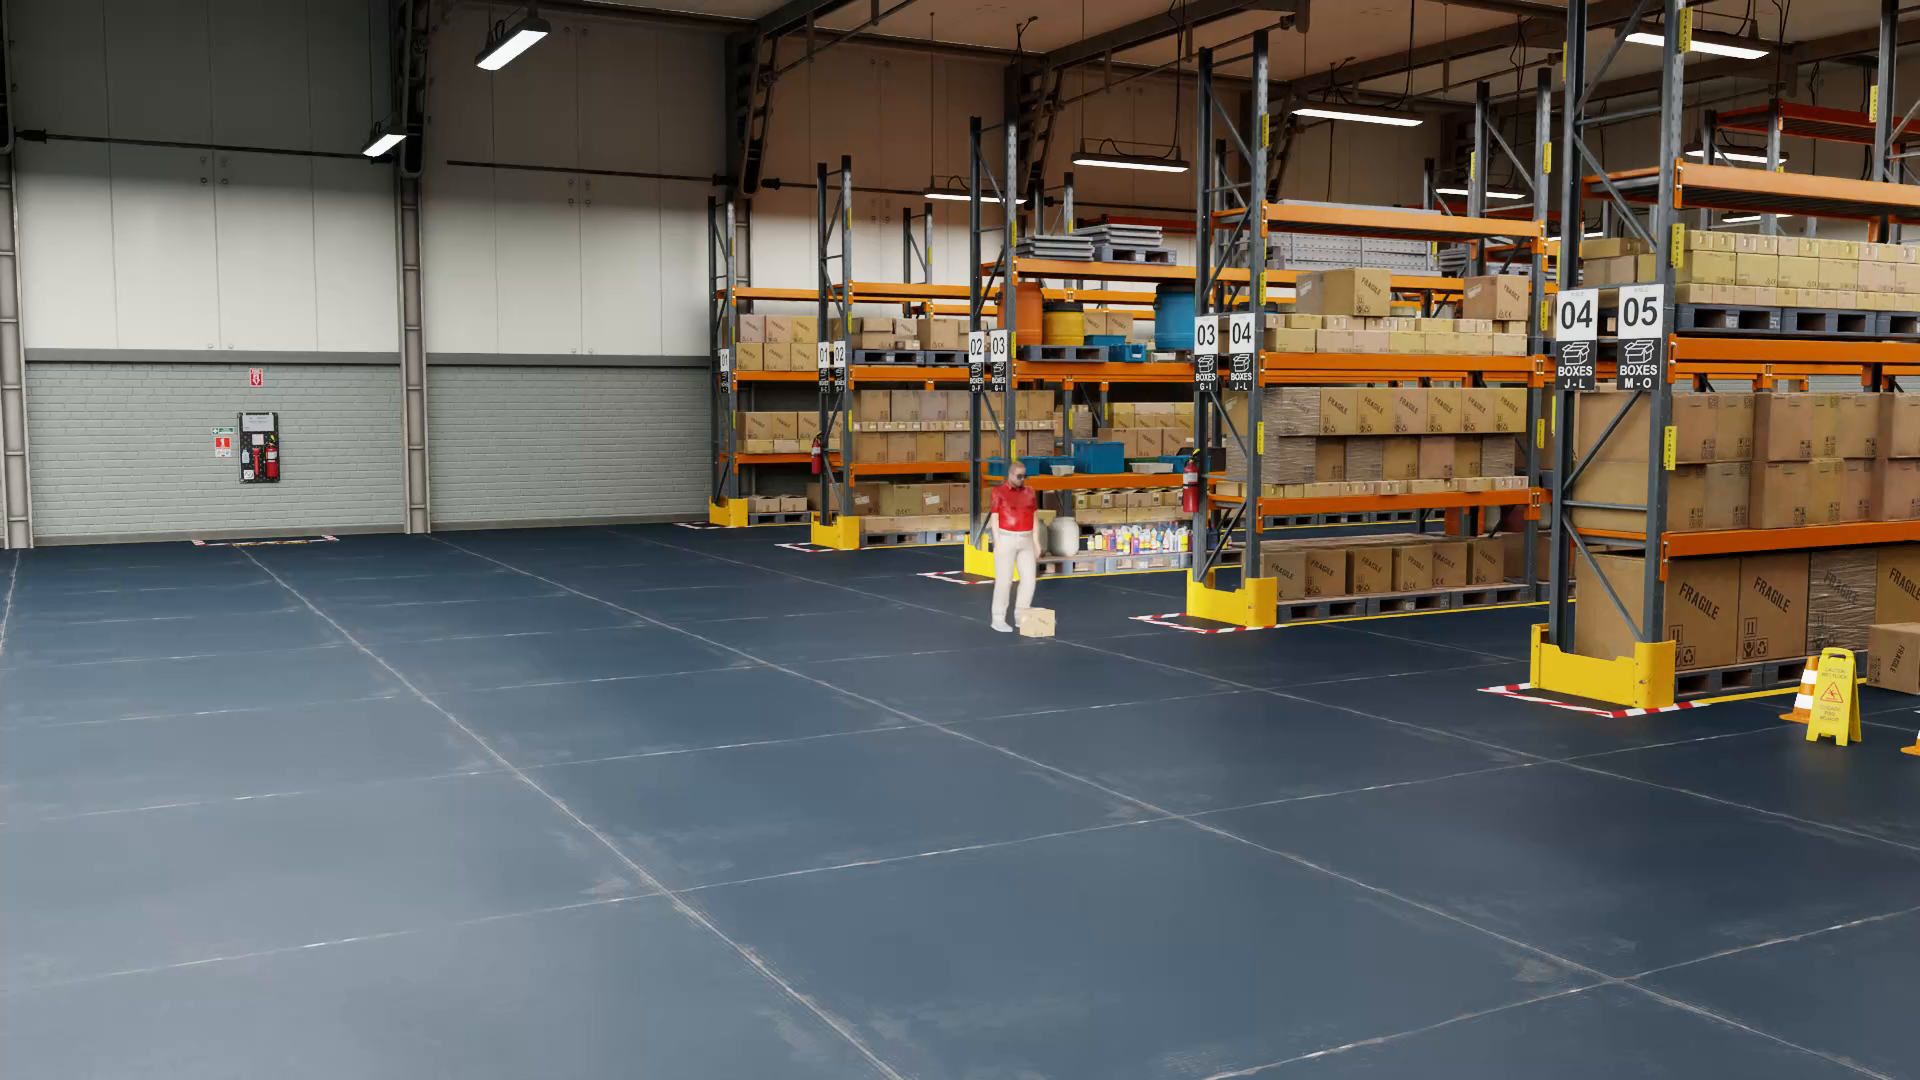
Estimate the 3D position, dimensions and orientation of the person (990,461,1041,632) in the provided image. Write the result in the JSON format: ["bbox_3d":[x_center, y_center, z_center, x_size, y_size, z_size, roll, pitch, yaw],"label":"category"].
[{"bbox_3d":[0.571,0.056,16.821,0.534,1.719,0.362,-3,6,-28],"label":"person"}]
